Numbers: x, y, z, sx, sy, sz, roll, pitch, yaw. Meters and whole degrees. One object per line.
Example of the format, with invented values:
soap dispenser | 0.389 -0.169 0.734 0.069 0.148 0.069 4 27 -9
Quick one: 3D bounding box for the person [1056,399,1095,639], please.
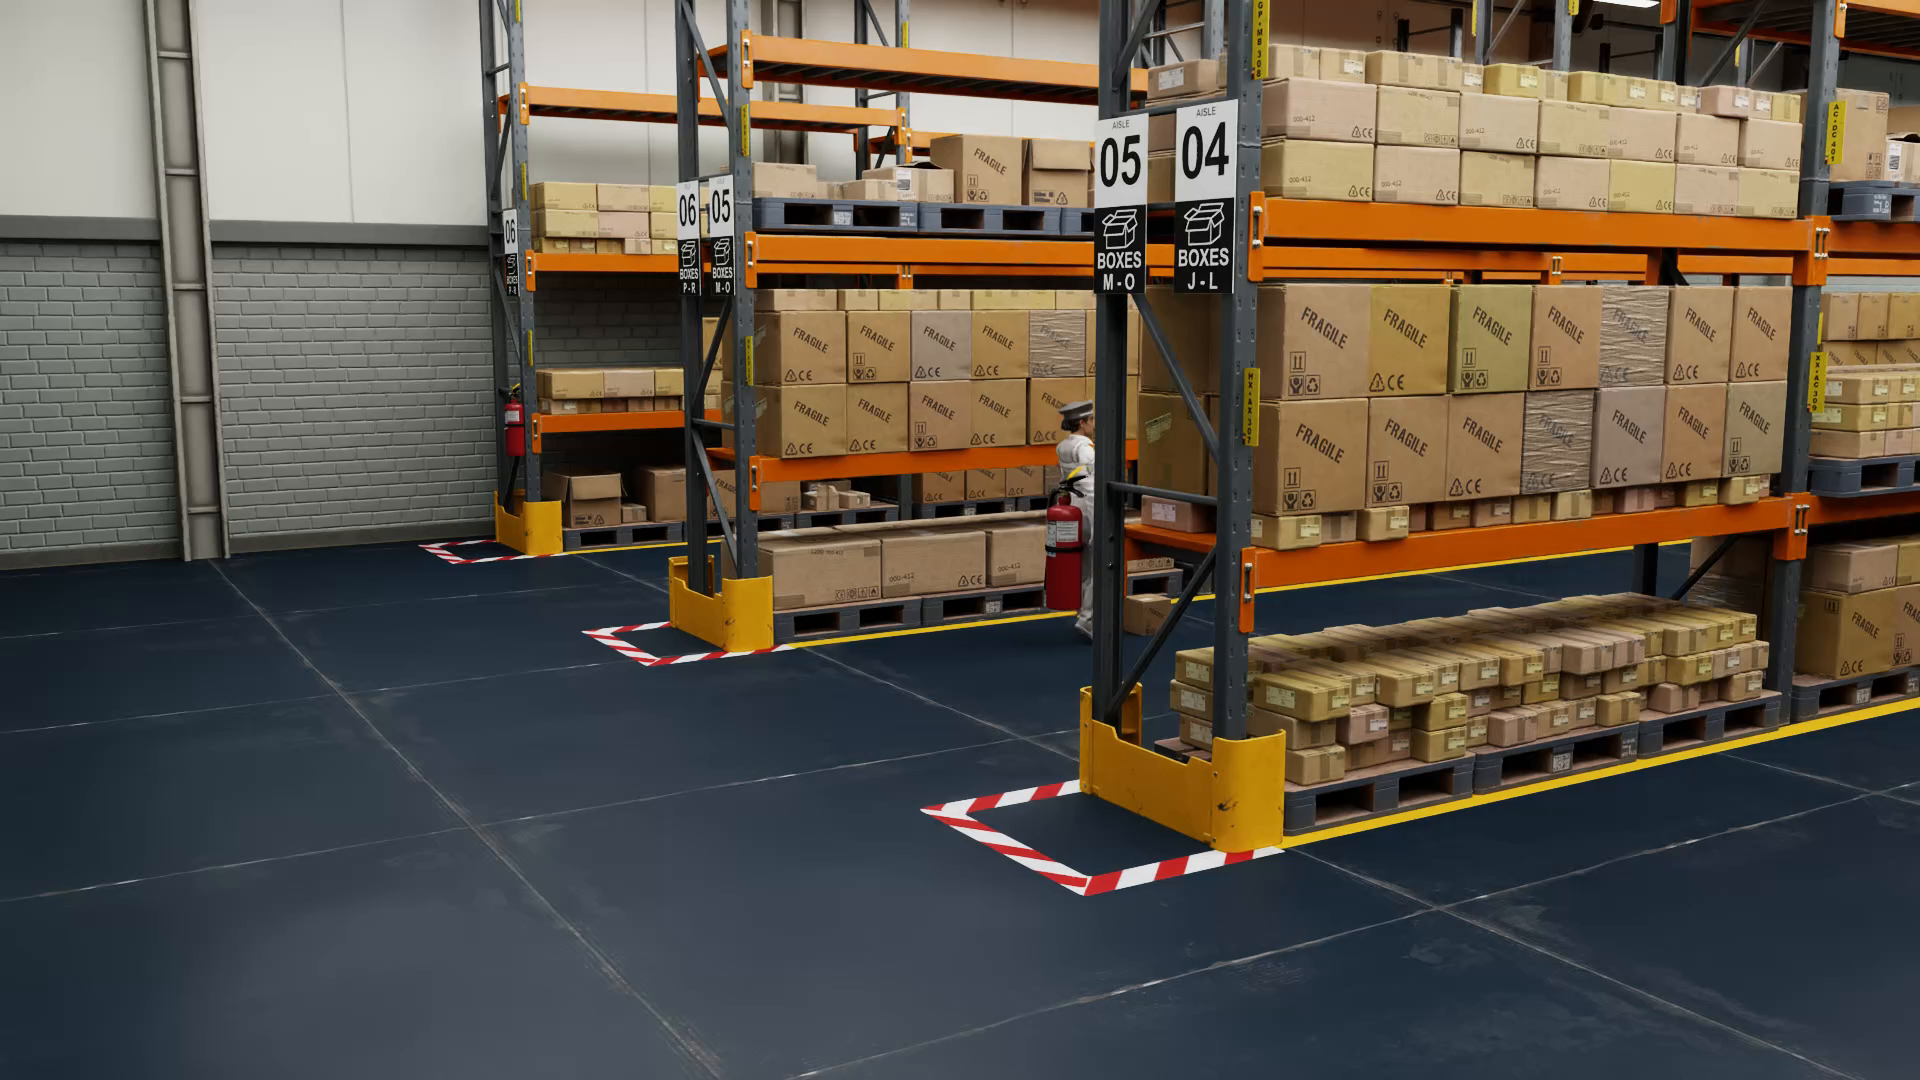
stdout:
person | 0.918 -0.130 11.670 0.479 1.712 0.508 -4 9 -26
